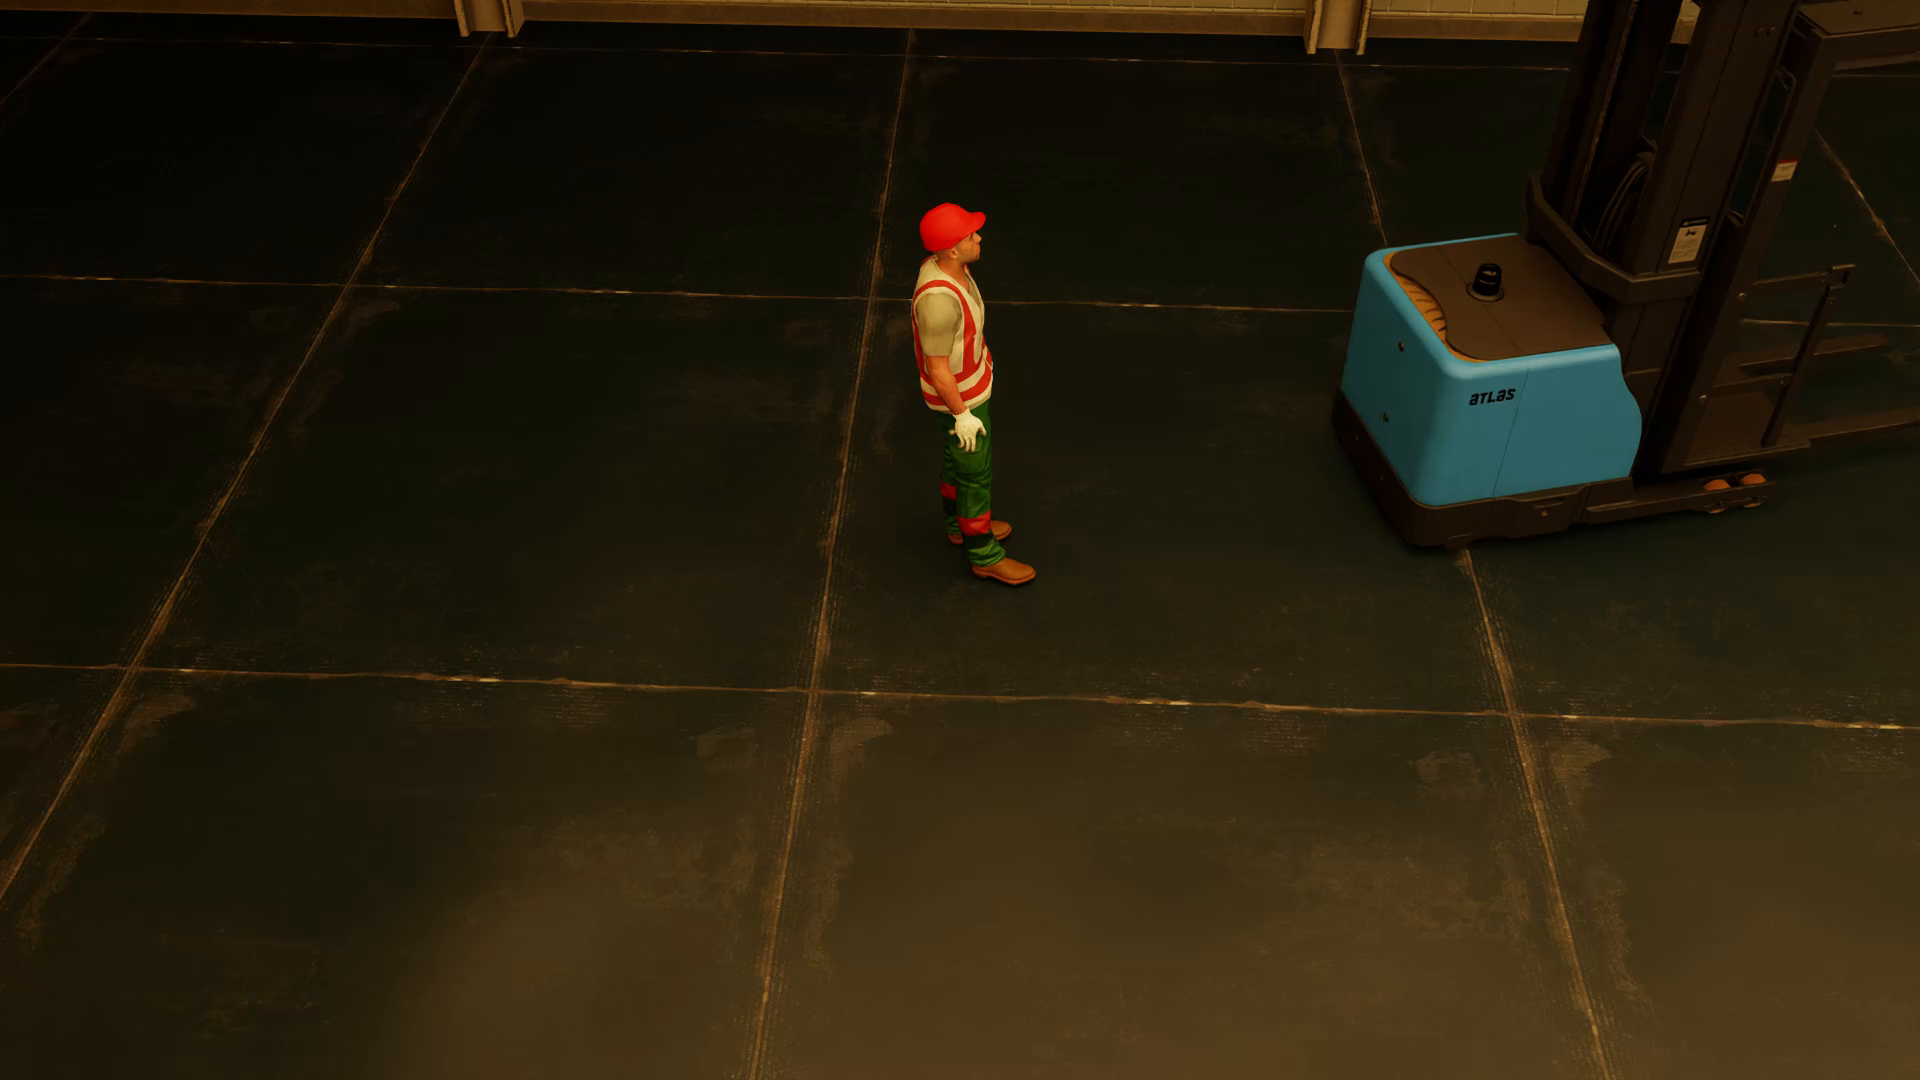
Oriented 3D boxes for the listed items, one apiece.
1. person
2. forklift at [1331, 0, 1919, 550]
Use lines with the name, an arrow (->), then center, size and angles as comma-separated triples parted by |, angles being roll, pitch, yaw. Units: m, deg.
person -> 0.080, -0.656, 7.296 | 0.562, 1.790, 0.637 | 2, 42, 2
forklift -> 3.458, -1.553, 7.443 | 3.031, 2.935, 1.130 | -9, 43, -9
